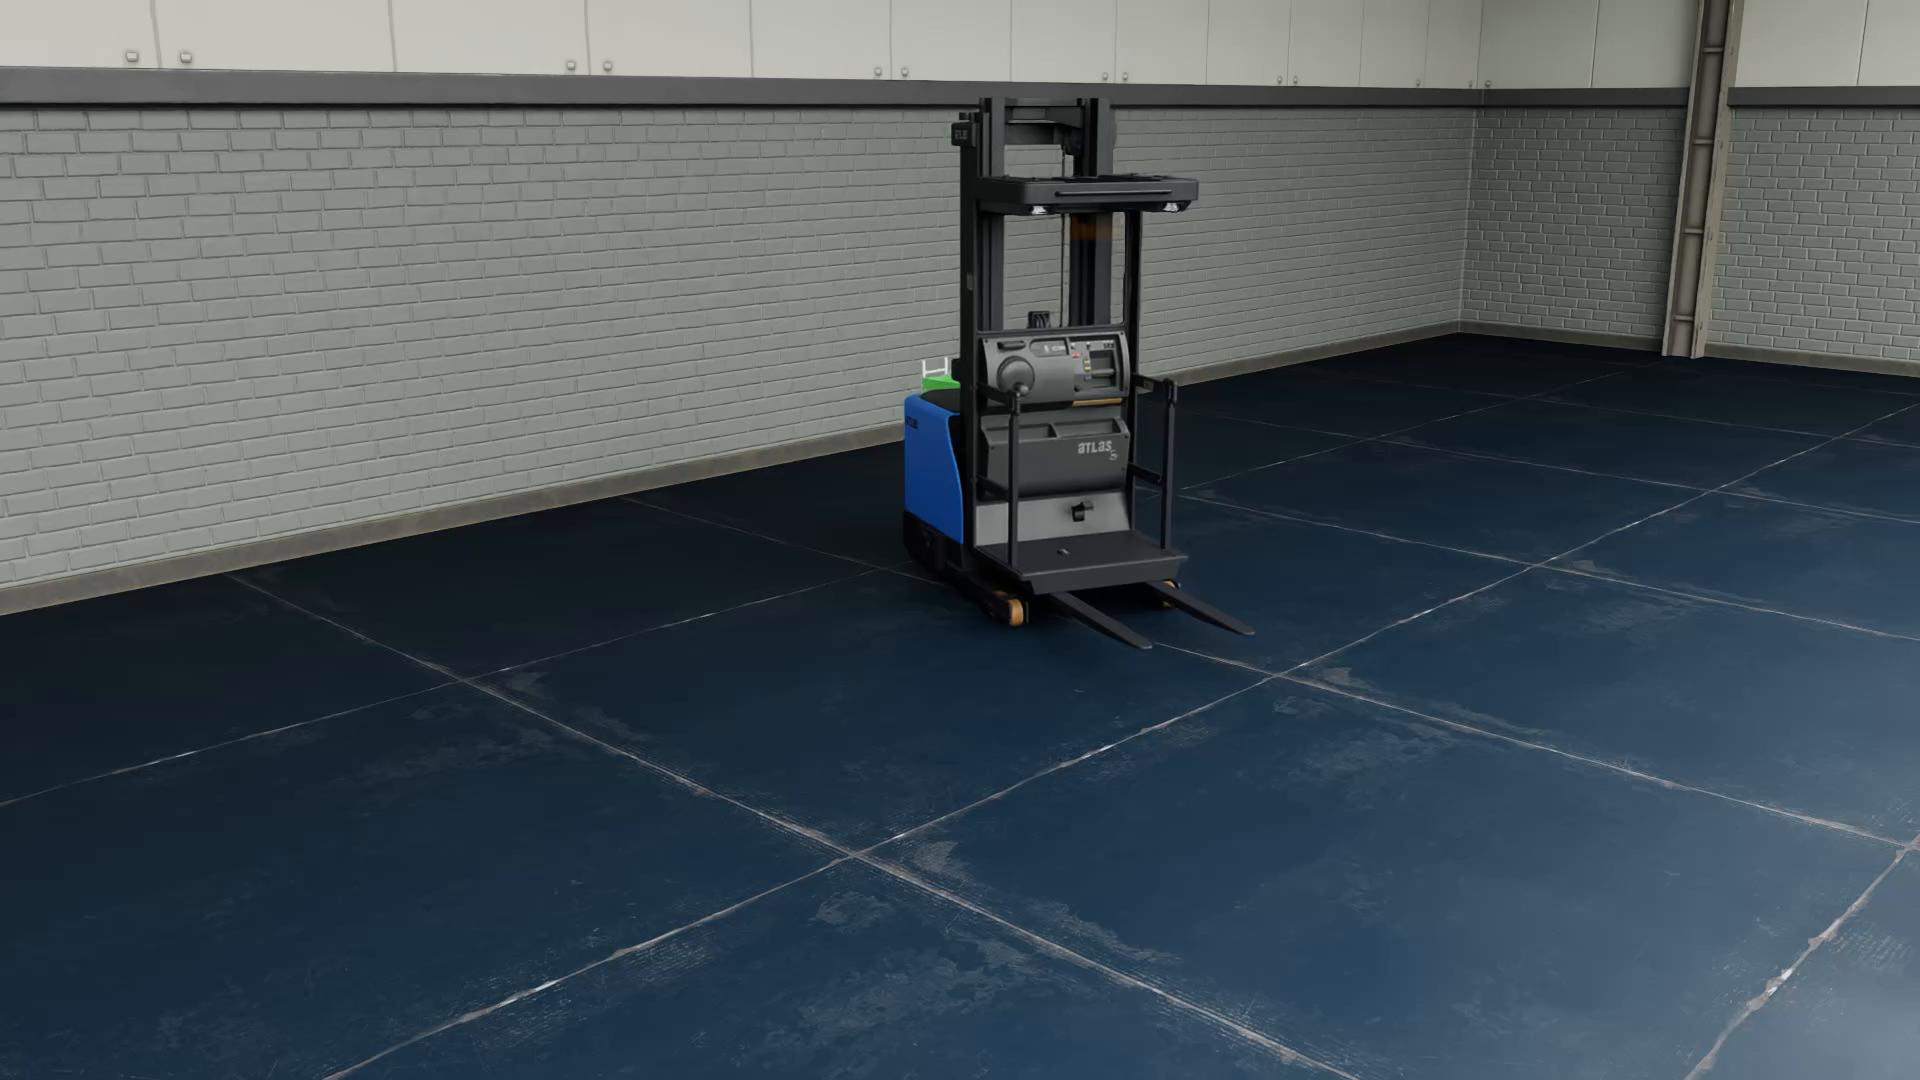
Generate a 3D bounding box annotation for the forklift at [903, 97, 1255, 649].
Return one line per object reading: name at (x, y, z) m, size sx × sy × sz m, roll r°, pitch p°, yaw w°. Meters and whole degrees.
forklift at (0.654, -1.037, 9.599) m, size 1.130 × 2.935 × 3.031 m, roll -6°, pitch 16°, yaw -22°

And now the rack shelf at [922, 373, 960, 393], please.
rack shelf at (0.000, -1.028, 11.349) m, size 0.480 × 0.148 × 0.258 m, roll 14°, pitch 20°, yaw 43°

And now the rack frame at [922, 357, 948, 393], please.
rack frame at (-0.174, -0.669, 11.619) m, size 0.015 × 1.200 × 0.240 m, roll 14°, pitch 20°, yaw 43°

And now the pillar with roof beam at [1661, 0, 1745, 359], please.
pillar with roof beam at (5.664, -5.781, 15.771) m, size 0.400 × 9.000 × 9.100 m, roll 14°, pitch 20°, yaw 42°

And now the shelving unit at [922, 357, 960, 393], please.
shelving unit at (0.000, -0.626, 11.454) m, size 0.503 × 1.200 × 0.258 m, roll 14°, pitch 20°, yaw 43°
